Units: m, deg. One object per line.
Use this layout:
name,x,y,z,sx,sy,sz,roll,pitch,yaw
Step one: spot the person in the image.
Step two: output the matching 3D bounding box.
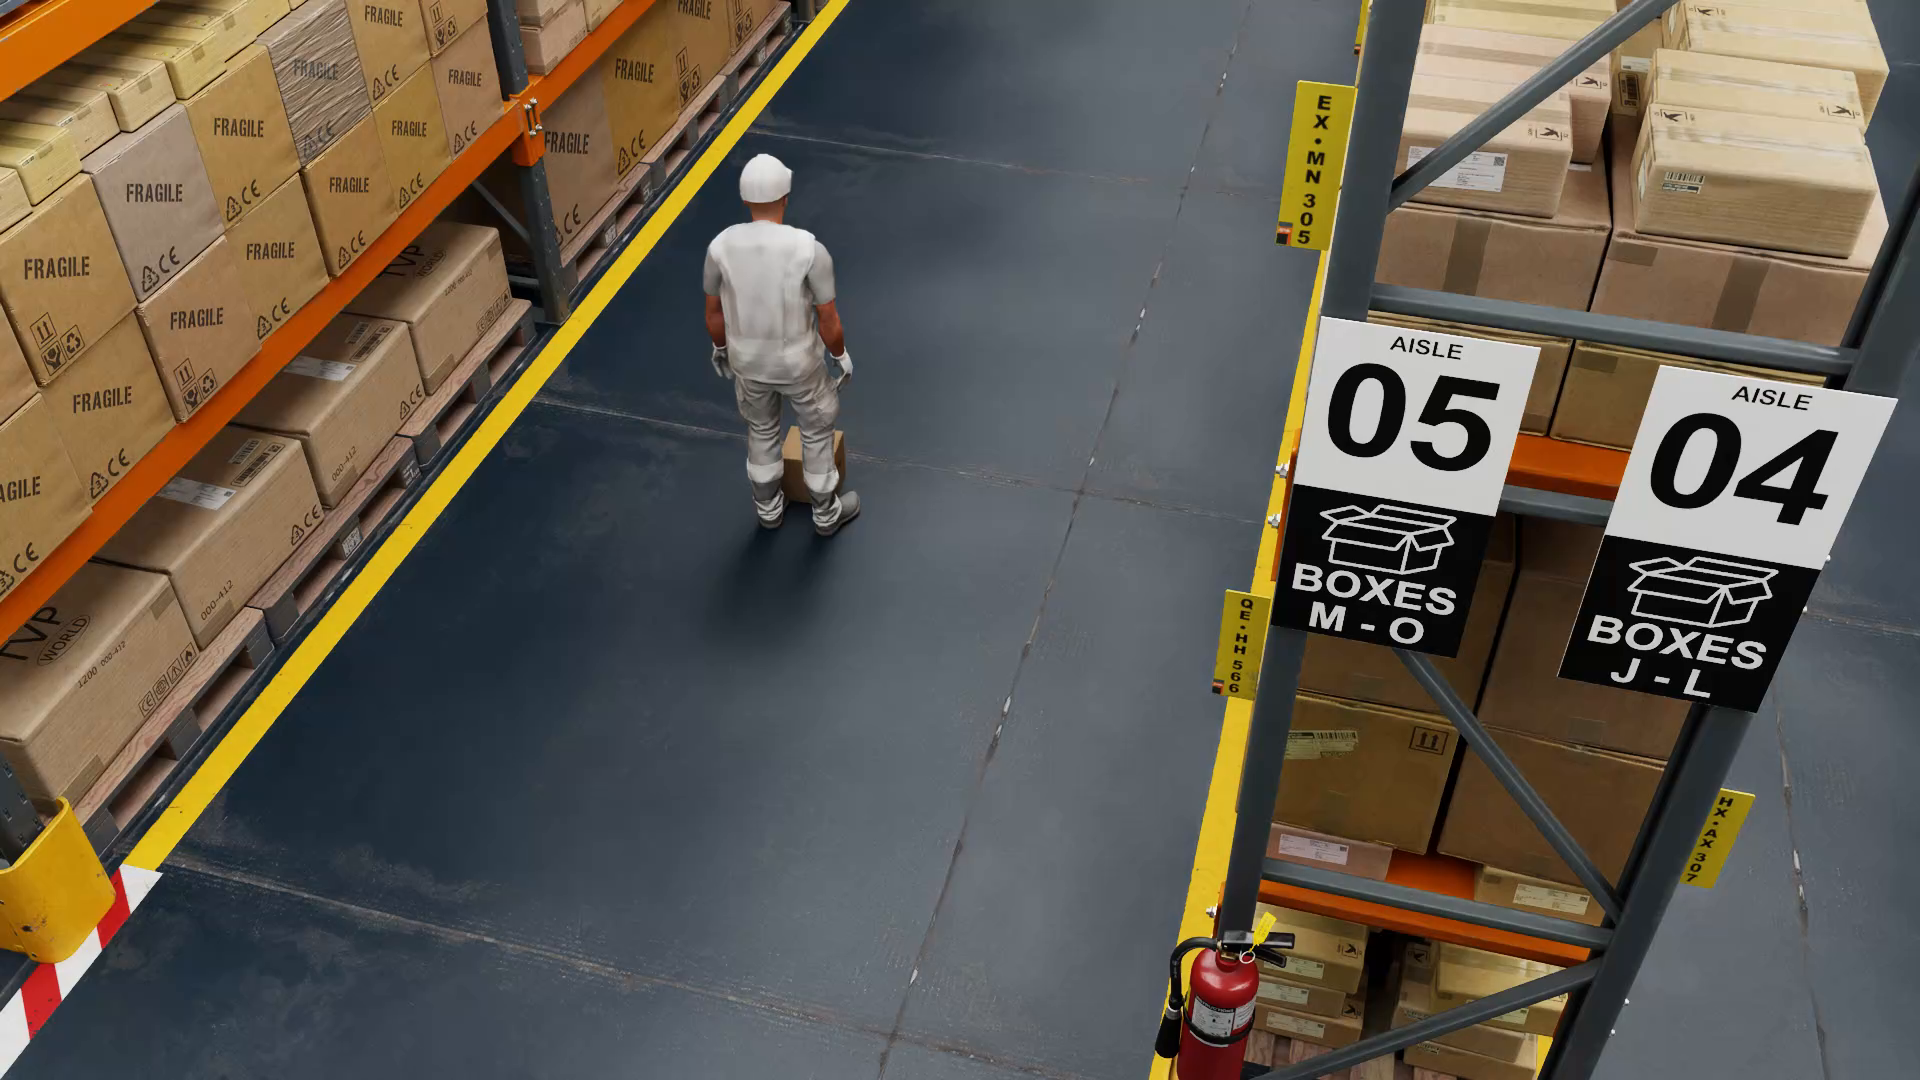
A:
person,-0.762,-0.785,7.061,0.615,1.778,0.453,8,41,9
